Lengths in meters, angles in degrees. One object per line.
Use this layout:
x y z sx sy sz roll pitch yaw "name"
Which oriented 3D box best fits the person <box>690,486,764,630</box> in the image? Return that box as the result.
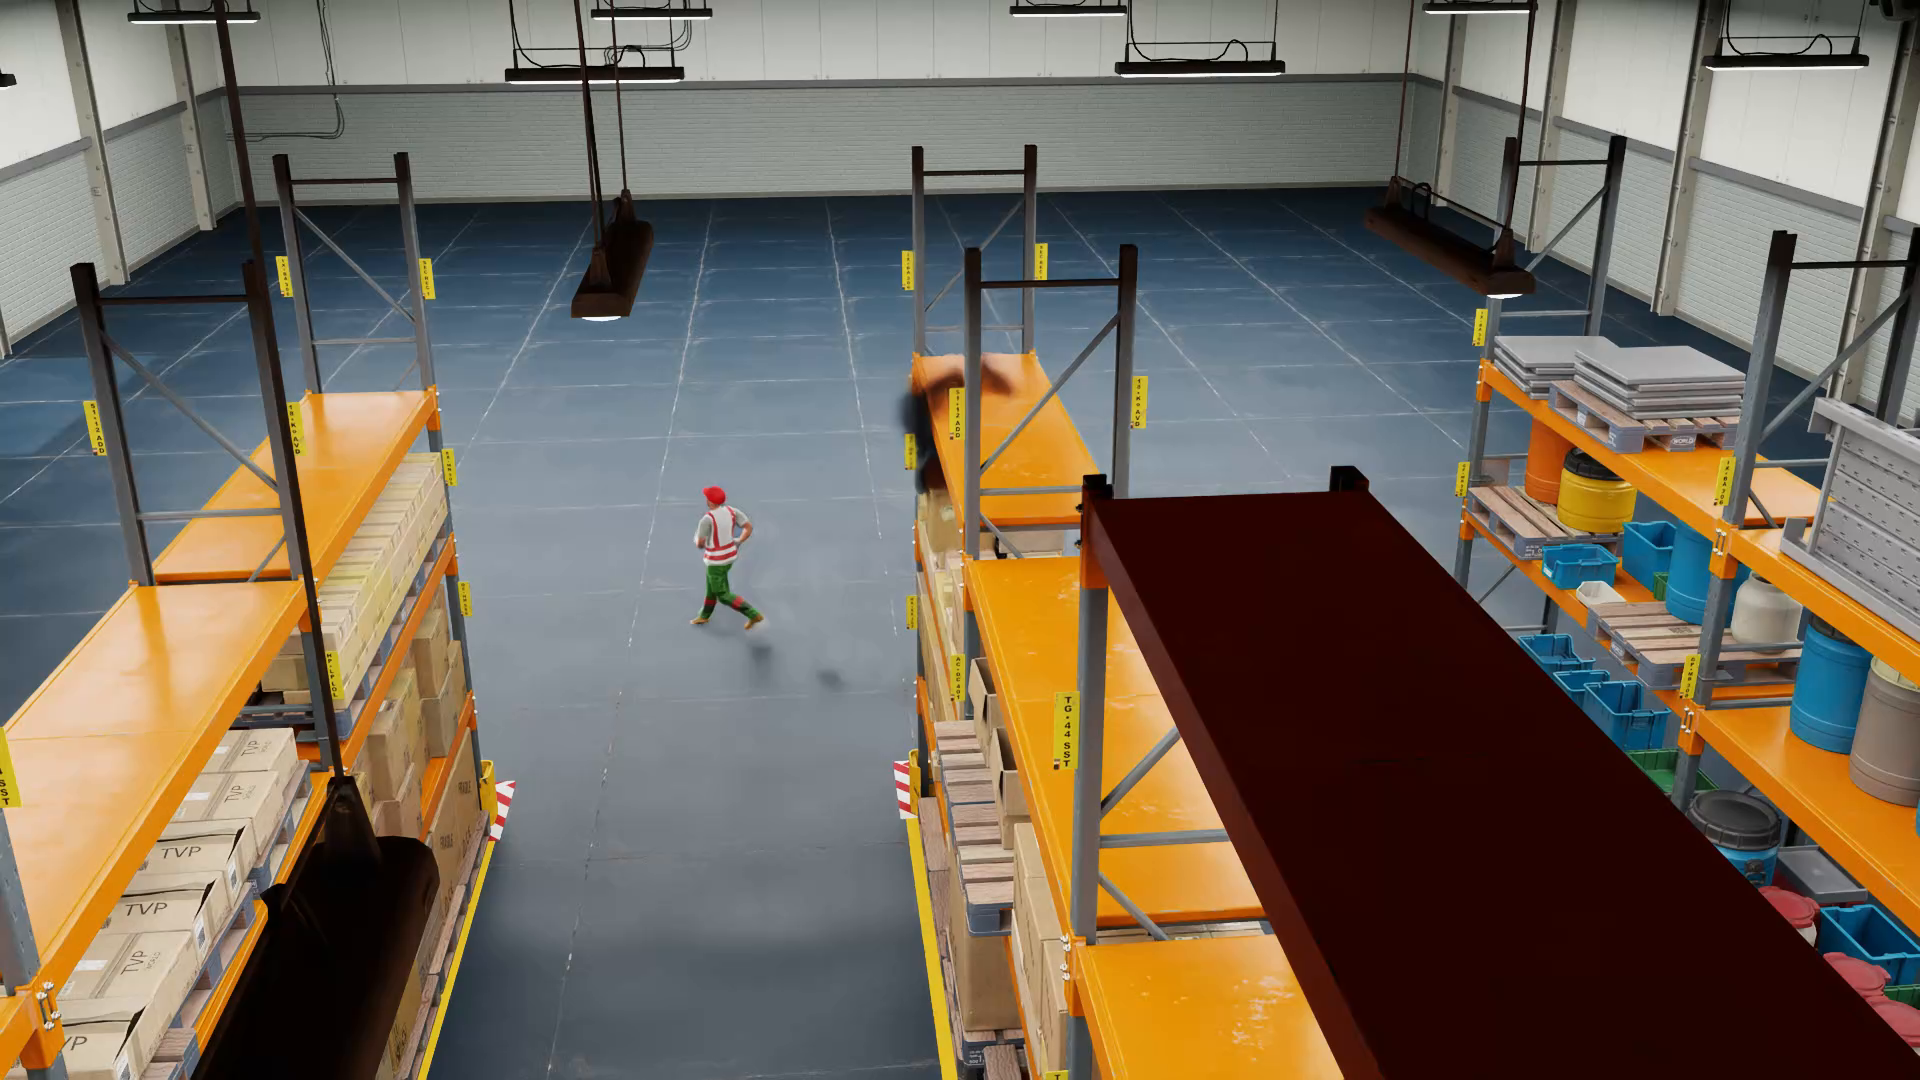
-2.669 0.260 18.606 1.150 1.801 0.626 13 25 29 "person"
